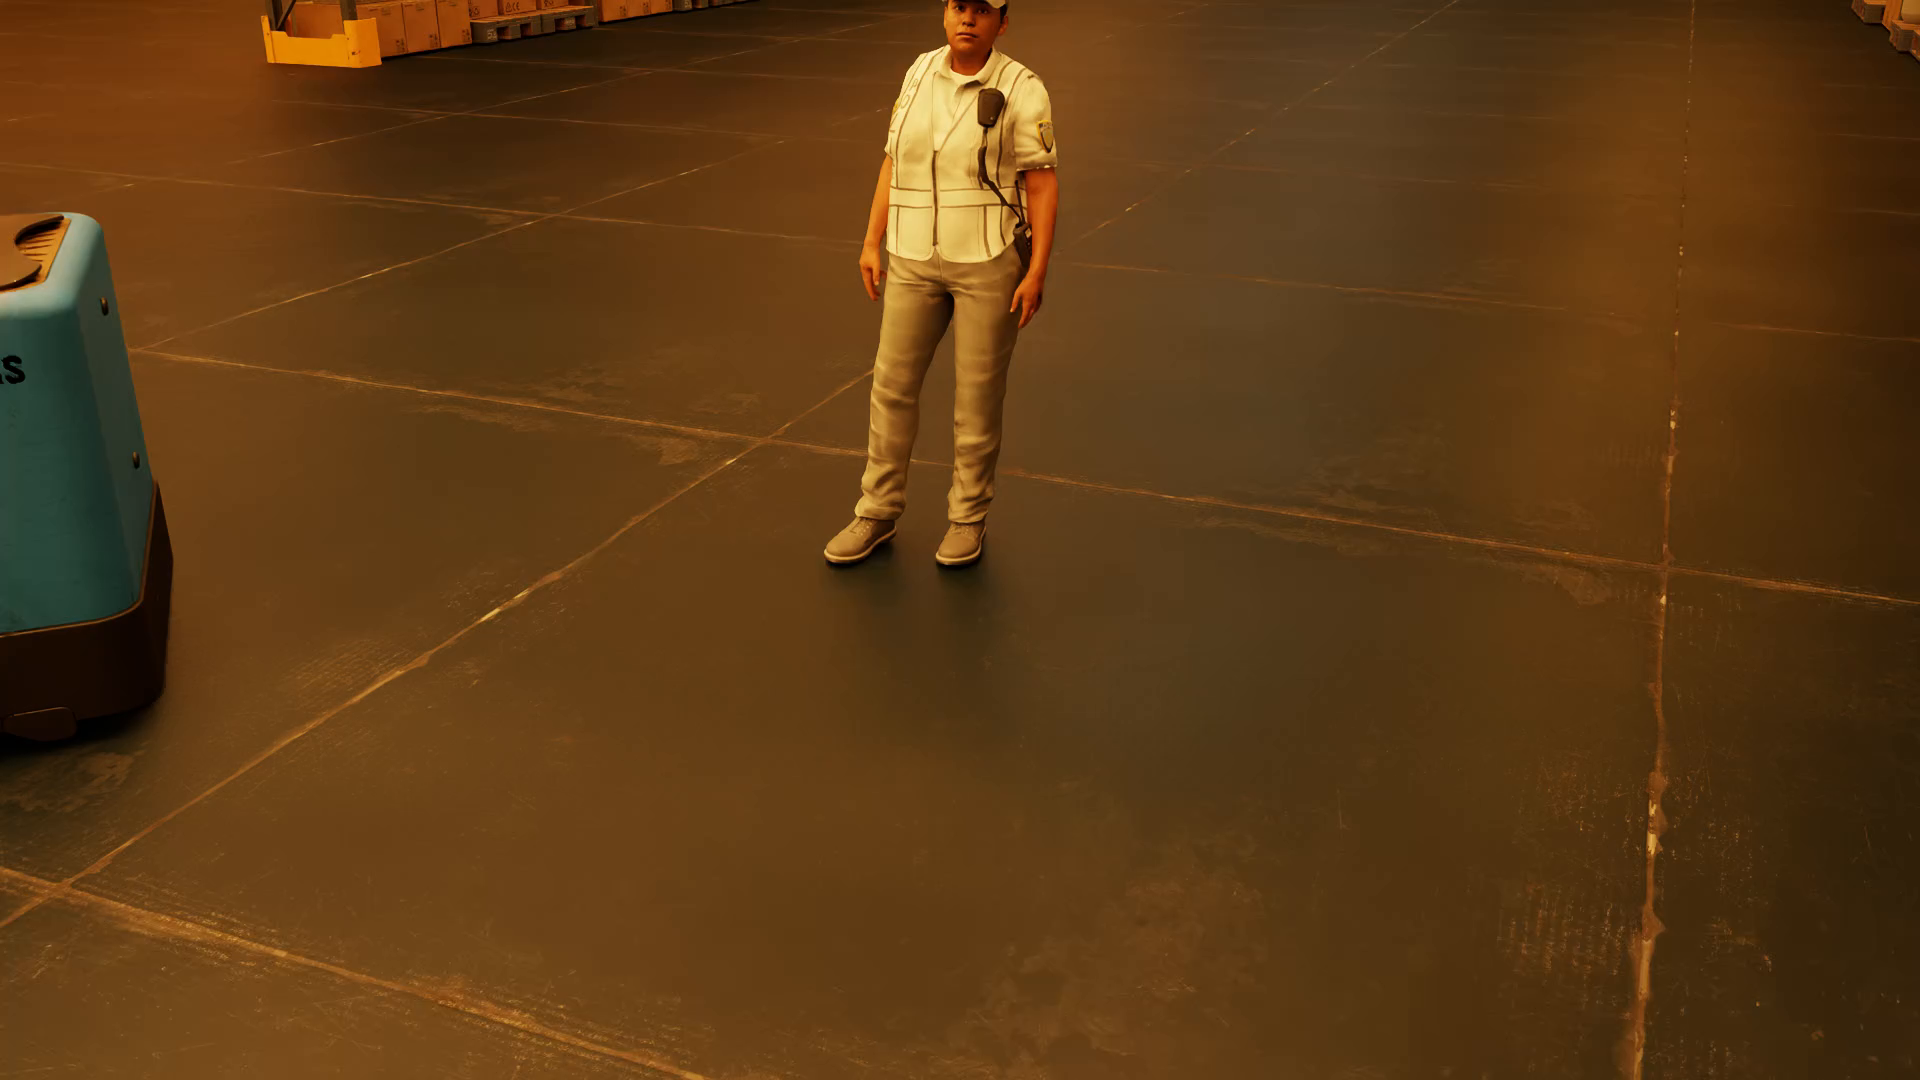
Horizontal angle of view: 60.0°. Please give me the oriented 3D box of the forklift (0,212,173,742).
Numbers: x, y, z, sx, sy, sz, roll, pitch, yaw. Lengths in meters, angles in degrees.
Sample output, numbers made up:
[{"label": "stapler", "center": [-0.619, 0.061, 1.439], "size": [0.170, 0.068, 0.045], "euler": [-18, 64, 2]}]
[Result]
[{"label": "forklift", "center": [-3.503, -0.858, 3.346], "size": [3.031, 2.935, 1.130], "euler": [-9, 24, -20]}]

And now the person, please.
[{"label": "person", "center": [-0.050, -0.752, 4.711], "size": [0.599, 1.670, 0.529], "euler": [9, 24, 21]}]
